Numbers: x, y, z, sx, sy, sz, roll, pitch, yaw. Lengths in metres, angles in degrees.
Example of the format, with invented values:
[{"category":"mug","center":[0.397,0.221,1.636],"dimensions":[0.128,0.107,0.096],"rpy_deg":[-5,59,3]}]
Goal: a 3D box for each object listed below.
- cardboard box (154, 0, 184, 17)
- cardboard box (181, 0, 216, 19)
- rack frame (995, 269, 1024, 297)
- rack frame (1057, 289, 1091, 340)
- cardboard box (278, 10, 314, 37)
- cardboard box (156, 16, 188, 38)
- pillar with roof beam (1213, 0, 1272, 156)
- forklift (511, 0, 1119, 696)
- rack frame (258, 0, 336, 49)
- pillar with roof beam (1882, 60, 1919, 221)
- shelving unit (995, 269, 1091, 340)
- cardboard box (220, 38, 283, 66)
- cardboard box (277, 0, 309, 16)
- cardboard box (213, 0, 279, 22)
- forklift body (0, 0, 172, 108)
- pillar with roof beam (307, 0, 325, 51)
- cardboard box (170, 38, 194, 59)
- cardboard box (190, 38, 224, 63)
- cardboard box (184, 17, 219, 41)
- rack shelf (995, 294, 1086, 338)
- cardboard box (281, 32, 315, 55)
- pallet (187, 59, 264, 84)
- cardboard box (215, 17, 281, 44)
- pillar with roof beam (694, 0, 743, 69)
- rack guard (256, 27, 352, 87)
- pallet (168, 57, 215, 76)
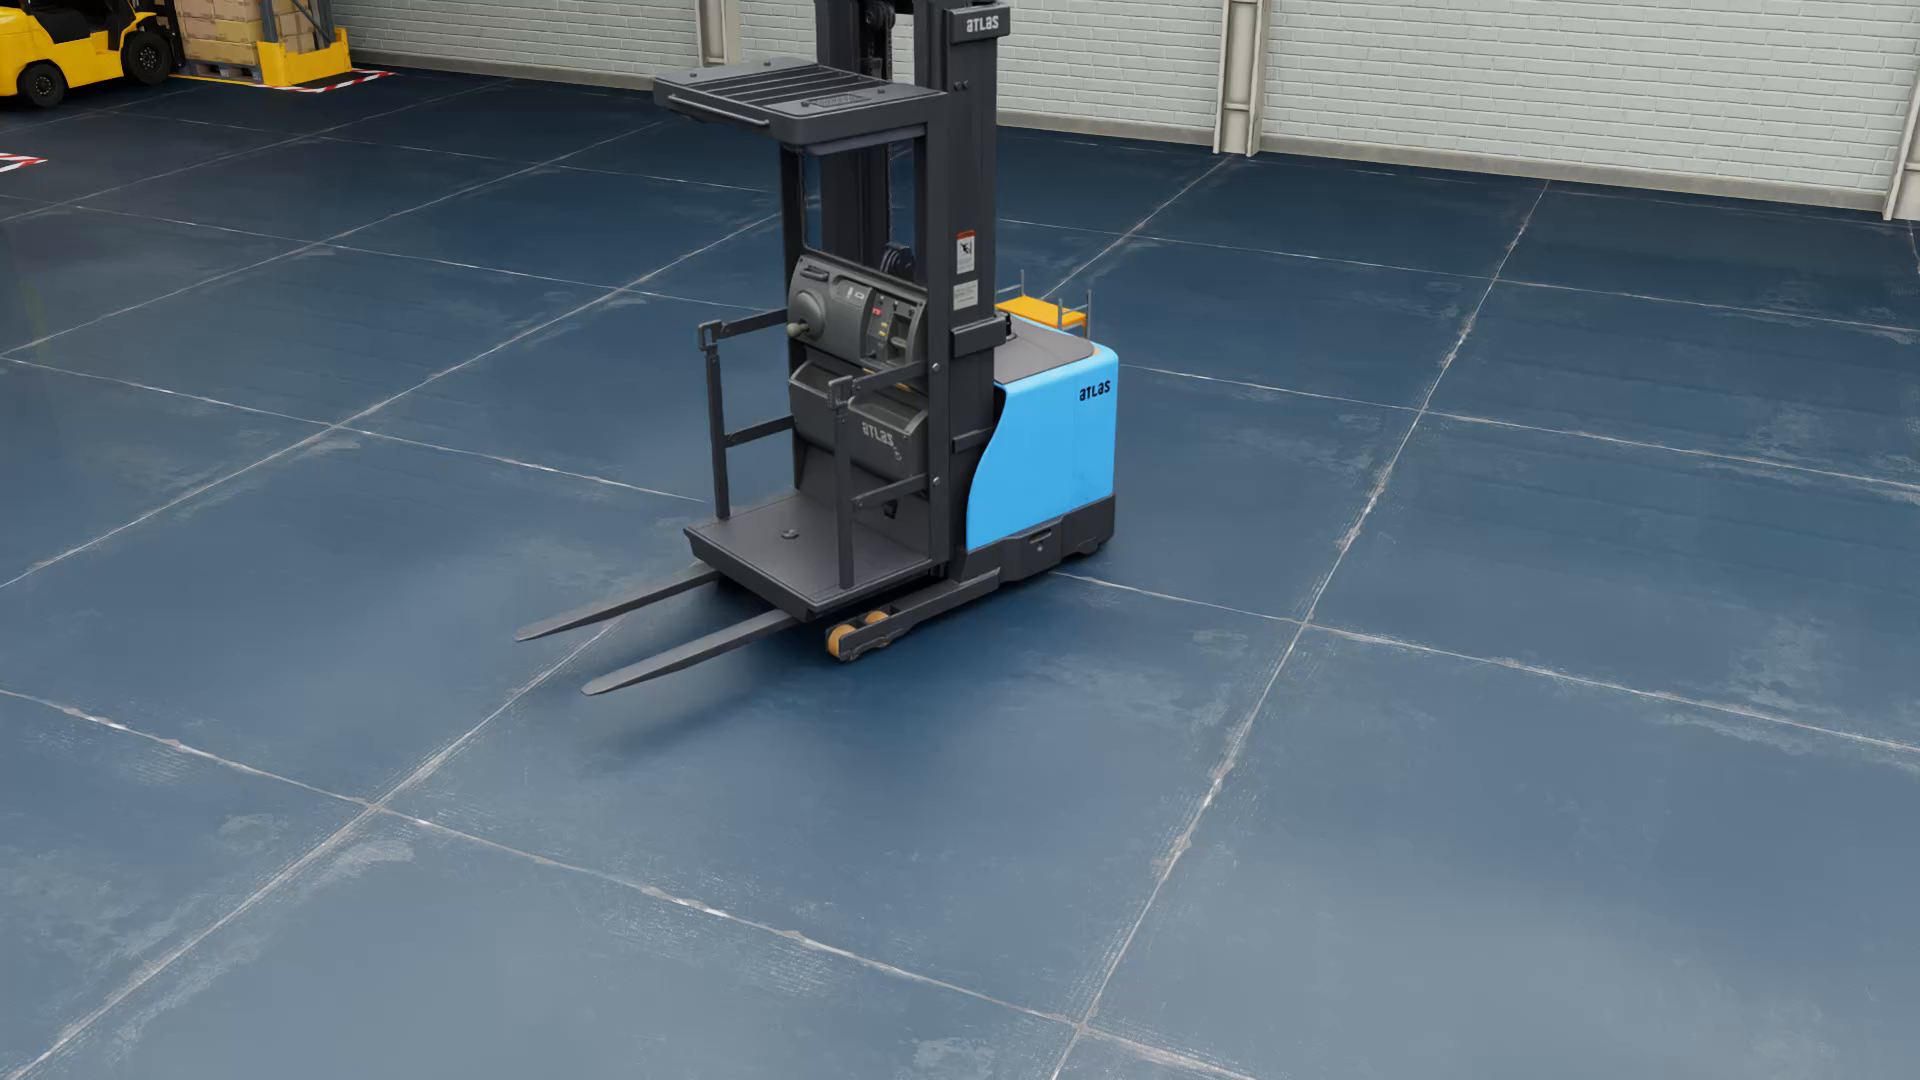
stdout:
[{"category":"cardboard box","center":[-9.374,-6.485,20.032],"dimensions":[0.500,0.250,0.500],"rpy_deg":[12,29,22]},{"category":"cardboard box","center":[-8.911,-6.397,19.853],"dimensions":[0.500,0.250,0.500],"rpy_deg":[12,29,23]},{"category":"rack frame","center":[0.256,-0.890,9.199],"dimensions":[0.240,1.200,0.015],"rpy_deg":[-23,34,-39]},{"category":"rack frame","center":[0.595,-0.735,8.884],"dimensions":[0.240,1.200,0.015],"rpy_deg":[-23,34,-39]},{"category":"cardboard box","center":[-8.237,-6.293,20.206],"dimensions":[0.500,0.250,0.500],"rpy_deg":[12,29,23]},{"category":"cardboard box","center":[-9.398,-6.268,20.157],"dimensions":[0.500,0.250,0.500],"rpy_deg":[11,28,21]},{"category":"pillar with roof beam","center":[0.986,-6.200,11.155],"dimensions":[0.400,9.000,9.100],"rpy_deg":[11,28,22]},{"category":"forklift","center":[-0.638,-1.019,7.502],"dimensions":[3.031,2.935,1.130],"rpy_deg":[-21,33,-36]},{"category":"rack frame","center":[-7.895,-6.944,19.458],"dimensions":[0.127,3.000,1.000],"rpy_deg":[11,28,22]},{"category":"pillar with roof beam","center":[6.448,-5.103,8.927],"dimensions":[0.400,9.000,9.100],"rpy_deg":[11,28,22]},{"category":"shelving unit","center":[0.426,-0.812,9.042],"dimensions":[0.258,1.200,0.503],"rpy_deg":[-23,34,-39]},{"category":"cardboard box","center":[-8.454,-5.858,19.889],"dimensions":[0.500,0.250,0.500],"rpy_deg":[12,28,22]},{"category":"cardboard box","center":[-8.254,-6.511,20.085],"dimensions":[0.500,0.250,0.500],"rpy_deg":[11,28,21]},{"category":"cardboard box","center":[-8.443,-6.306,19.668],"dimensions":[0.500,0.250,0.500],"rpy_deg":[12,29,24]},{"category":"forklift body","center":[-10.377,-6.176,18.860],"dimensions":[1.214,2.155,2.313],"rpy_deg":[11,28,22]},{"category":"pillar with roof beam","center":[-9.938,-8.394,15.612],"dimensions":[0.400,9.000,9.100],"rpy_deg":[11,28,22]},{"category":"cardboard box","center":[-9.354,-6.047,20.275],"dimensions":[0.500,0.250,0.500],"rpy_deg":[12,29,22]},{"category":"cardboard box","center":[-8.902,-5.952,20.082],"dimensions":[0.500,0.250,0.500],"rpy_deg":[11,28,22]},{"category":"cardboard box","center":[-8.920,-6.182,19.983],"dimensions":[0.500,0.250,0.500],"rpy_deg":[11,28,21]},{"category":"rack shelf","center":[0.426,-1.165,8.868],"dimensions":[0.258,0.148,0.480],"rpy_deg":[-23,34,-39]},{"category":"cardboard box","center":[-8.261,-6.067,20.315],"dimensions":[0.500,0.250,0.500],"rpy_deg":[11,28,22]},{"category":"pallet","center":[-8.609,-5.816,20.324],"dimensions":[1.213,0.211,1.003],"rpy_deg":[11,28,22]},{"category":"cardboard box","center":[-8.468,-6.086,19.788],"dimensions":[0.500,0.250,0.500],"rpy_deg":[11,28,21]},{"category":"pillar with roof beam","center":[-4.476,-7.297,13.384],"dimensions":[0.400,9.000,9.100],"rpy_deg":[11,28,22]},{"category":"rack guard","center":[-7.873,-5.818,20.001],"dimensions":[0.348,0.500,1.175],"rpy_deg":[11,28,22]},{"category":"pallet","center":[-9.715,-6.040,20.778],"dimensions":[1.213,0.211,1.003],"rpy_deg":[11,28,22]}]
